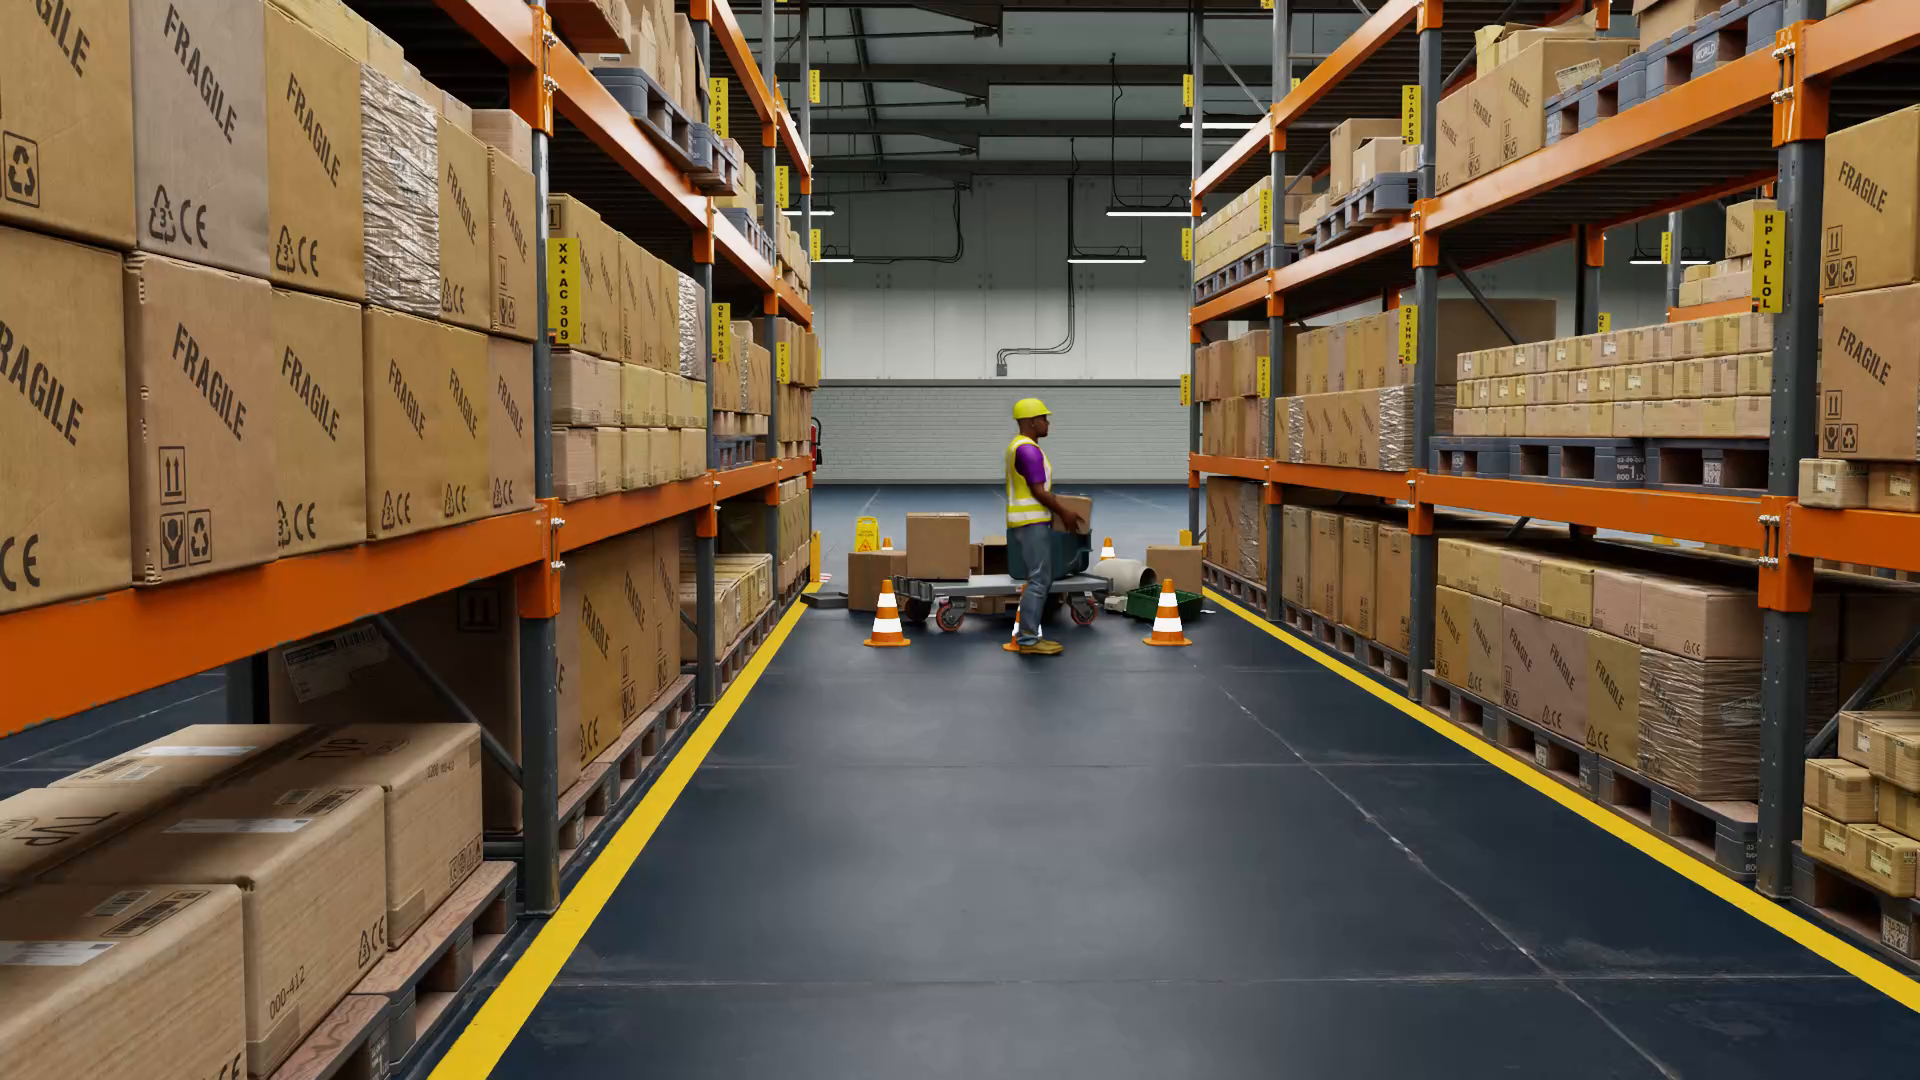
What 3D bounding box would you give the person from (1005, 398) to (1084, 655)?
[{"bbox_3d":[0.581,-0.098,11.590,0.539,1.774,0.549,0,4,-2],"label":"person"}]
